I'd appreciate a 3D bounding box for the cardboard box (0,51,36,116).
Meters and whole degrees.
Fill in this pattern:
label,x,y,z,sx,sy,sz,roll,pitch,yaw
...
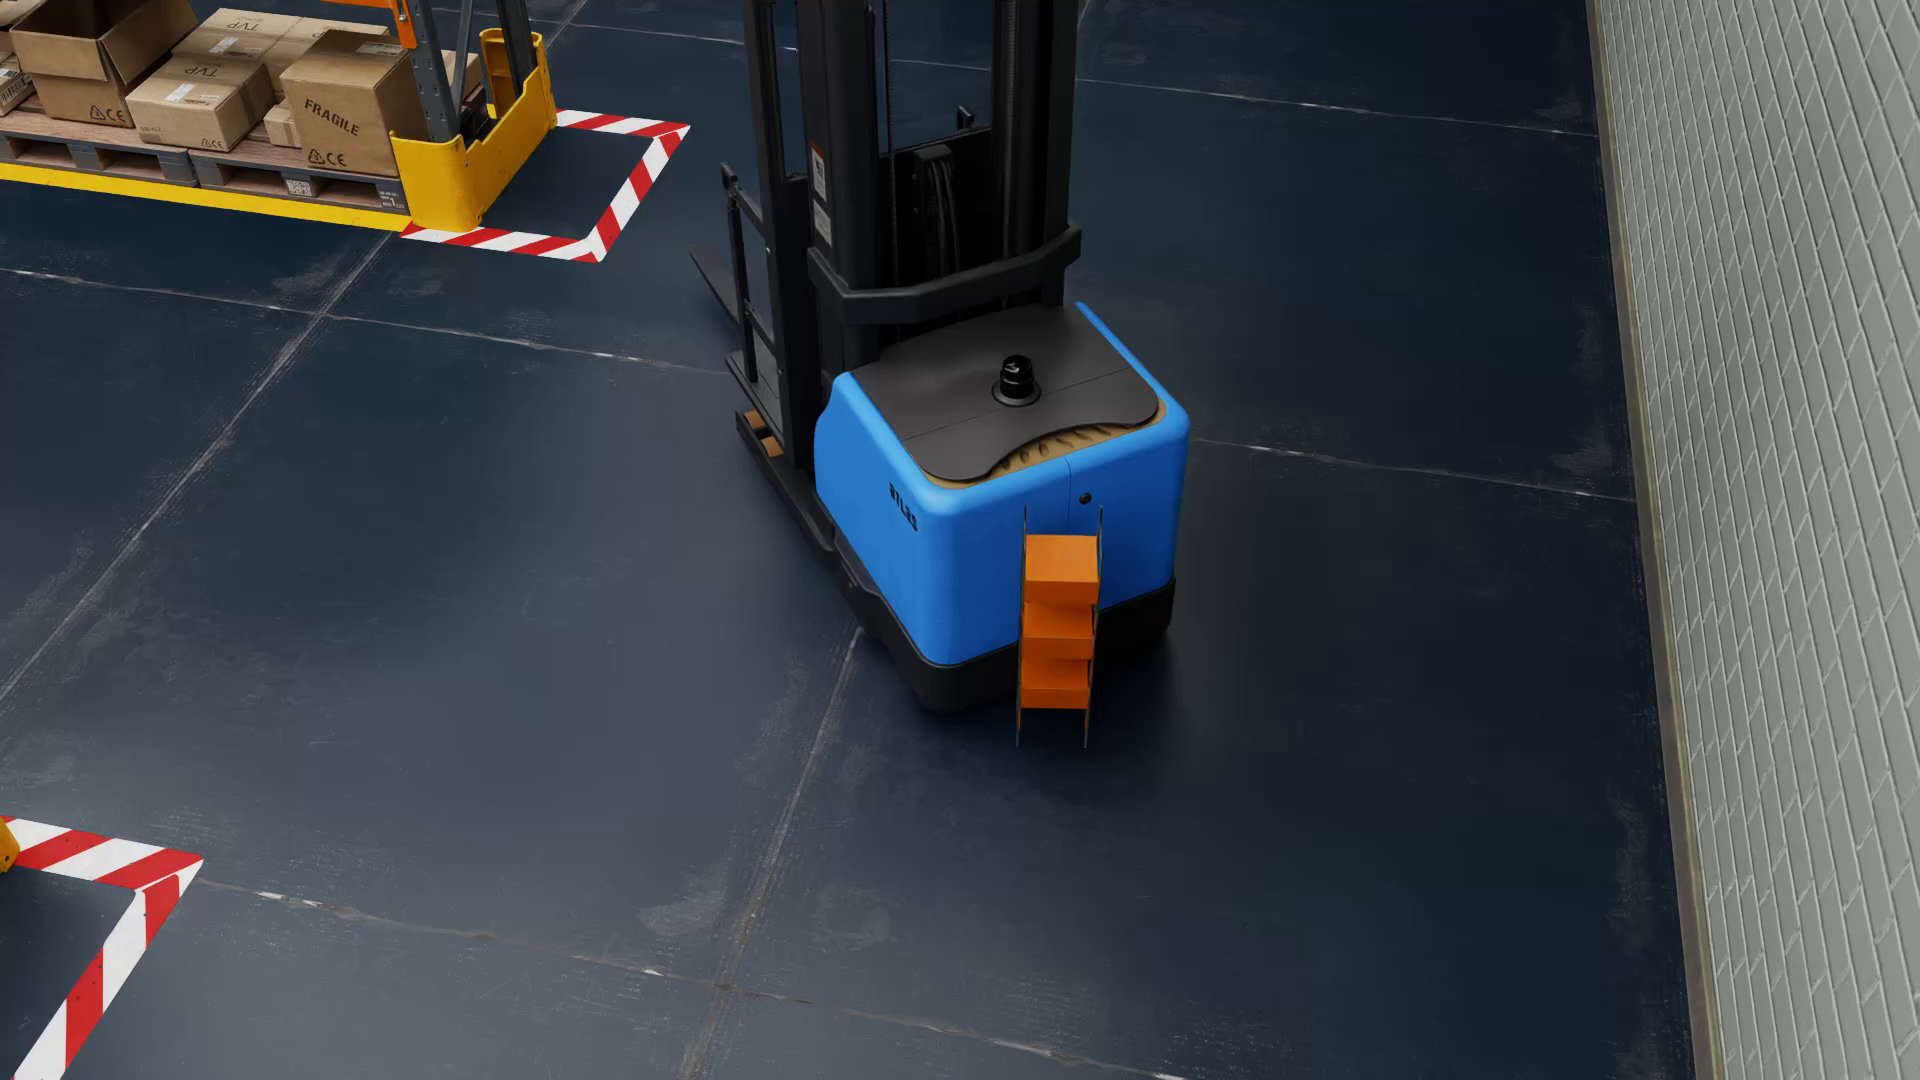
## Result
label,x,y,z,sx,sy,sz,roll,pitch,yaw
cardboard box,-5.111,-2.434,8.841,0.250,0.166,0.380,9,45,9

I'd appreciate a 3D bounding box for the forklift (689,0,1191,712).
label,x,y,z,sx,sy,sz,roll,pitch,yaw
forklift,-0.306,-1.458,6.151,1.130,2.935,3.031,-19,47,-19

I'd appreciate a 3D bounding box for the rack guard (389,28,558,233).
label,x,y,z,sx,sy,sz,roll,pitch,yaw
rack guard,-2.491,-2.135,8.608,0.348,0.500,1.175,9,45,9

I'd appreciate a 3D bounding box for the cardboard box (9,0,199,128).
label,x,y,z,sx,sy,sz,roll,pitch,yaw
cardboard box,-4.485,-2.608,8.780,0.637,0.503,0.797,9,45,9

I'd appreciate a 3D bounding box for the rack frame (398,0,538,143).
label,x,y,z,sx,sy,sz,roll,pitch,yaw
rack frame,-2.416,-3.024,7.729,0.127,3.000,1.000,9,45,9

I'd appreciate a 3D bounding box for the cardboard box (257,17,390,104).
label,x,y,z,sx,sy,sz,roll,pitch,yaw
cardboard box,-3.373,-2.542,8.894,0.500,0.250,0.500,9,45,9

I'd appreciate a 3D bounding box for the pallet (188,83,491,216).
label,x,y,z,sx,sy,sz,roll,pitch,yaw
pallet,-3.269,-2.151,8.833,1.213,0.211,1.003,9,45,9

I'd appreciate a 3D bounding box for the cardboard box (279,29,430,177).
label,x,y,z,sx,sy,sz,roll,pitch,yaw
cardboard box,-3.001,-2.198,8.356,0.500,0.500,0.500,9,45,9

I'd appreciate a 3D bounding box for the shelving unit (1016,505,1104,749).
label,x,y,z,sx,sy,sz,roll,pitch,yaw
shelving unit,0.330,0.319,5.653,0.252,1.050,0.215,1,47,1

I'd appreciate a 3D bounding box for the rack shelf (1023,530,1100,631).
label,x,y,z,sx,sy,sz,roll,pitch,yaw
rack shelf,0.329,0.133,5.452,0.240,0.259,0.215,1,47,1

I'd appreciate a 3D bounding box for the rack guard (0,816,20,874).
label,x,y,z,sx,sy,sz,roll,pitch,yaw
rack guard,-3.475,1.223,5.119,0.348,0.500,1.175,9,45,9

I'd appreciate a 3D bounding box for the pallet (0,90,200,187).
label,x,y,z,sx,sy,sz,roll,pitch,yaw
pallet,-4.456,-2.337,9.026,1.213,0.211,1.003,9,45,9

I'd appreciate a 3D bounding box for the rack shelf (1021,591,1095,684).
label,x,y,z,sx,sy,sz,roll,pitch,yaw
rack shelf,0.330,0.326,5.661,0.240,0.259,0.215,1,47,1

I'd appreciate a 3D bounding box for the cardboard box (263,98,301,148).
label,x,y,z,sx,sy,sz,roll,pitch,yaw
cardboard box,-3.376,-2.200,8.598,0.250,0.166,0.380,9,45,9

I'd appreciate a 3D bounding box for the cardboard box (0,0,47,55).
label,x,y,z,sx,sy,sz,roll,pitch,yaw
cardboard box,-4.970,-2.812,9.130,0.500,0.311,0.500,9,45,9

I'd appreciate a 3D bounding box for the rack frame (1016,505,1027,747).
label,x,y,z,sx,sy,sz,roll,pitch,yaw
rack frame,0.208,0.316,5.656,0.008,1.050,0.200,1,47,1

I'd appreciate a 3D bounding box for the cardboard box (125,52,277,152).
label,x,y,z,sx,sy,sz,roll,pitch,yaw
cardboard box,-3.921,-2.272,8.613,0.500,0.250,0.500,9,45,9

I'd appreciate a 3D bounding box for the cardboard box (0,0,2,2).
label,x,y,z,sx,sy,sz,roll,pitch,yaw
cardboard box,-5.702,-2.994,9.183,0.500,0.500,0.500,9,45,9

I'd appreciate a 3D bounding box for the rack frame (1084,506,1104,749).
label,x,y,z,sx,sy,sz,roll,pitch,yaw
rack frame,0.452,0.321,5.650,0.008,1.050,0.200,1,47,1

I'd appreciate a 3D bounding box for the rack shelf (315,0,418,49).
label,x,y,z,sx,sy,sz,roll,pitch,yaw
rack shelf,-4.368,-3.068,8.293,4.000,0.370,1.077,9,45,9

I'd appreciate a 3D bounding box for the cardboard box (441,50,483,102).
label,x,y,z,sx,sy,sz,roll,pitch,yaw
cardboard box,-2.750,-2.452,8.873,0.250,0.149,0.380,9,45,9

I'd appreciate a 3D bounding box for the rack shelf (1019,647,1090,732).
label,x,y,z,sx,sy,sz,roll,pitch,yaw
rack shelf,0.331,0.514,5.865,0.240,0.259,0.215,1,47,1

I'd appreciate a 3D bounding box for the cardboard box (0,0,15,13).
label,x,y,z,sx,sy,sz,roll,pitch,yaw
cardboard box,-5.323,-2.851,9.287,0.250,0.149,0.380,9,45,9

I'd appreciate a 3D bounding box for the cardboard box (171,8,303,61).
label,x,y,z,sx,sy,sz,roll,pitch,yaw
cardboard box,-3.861,-2.618,8.972,0.500,0.250,0.500,9,45,9
